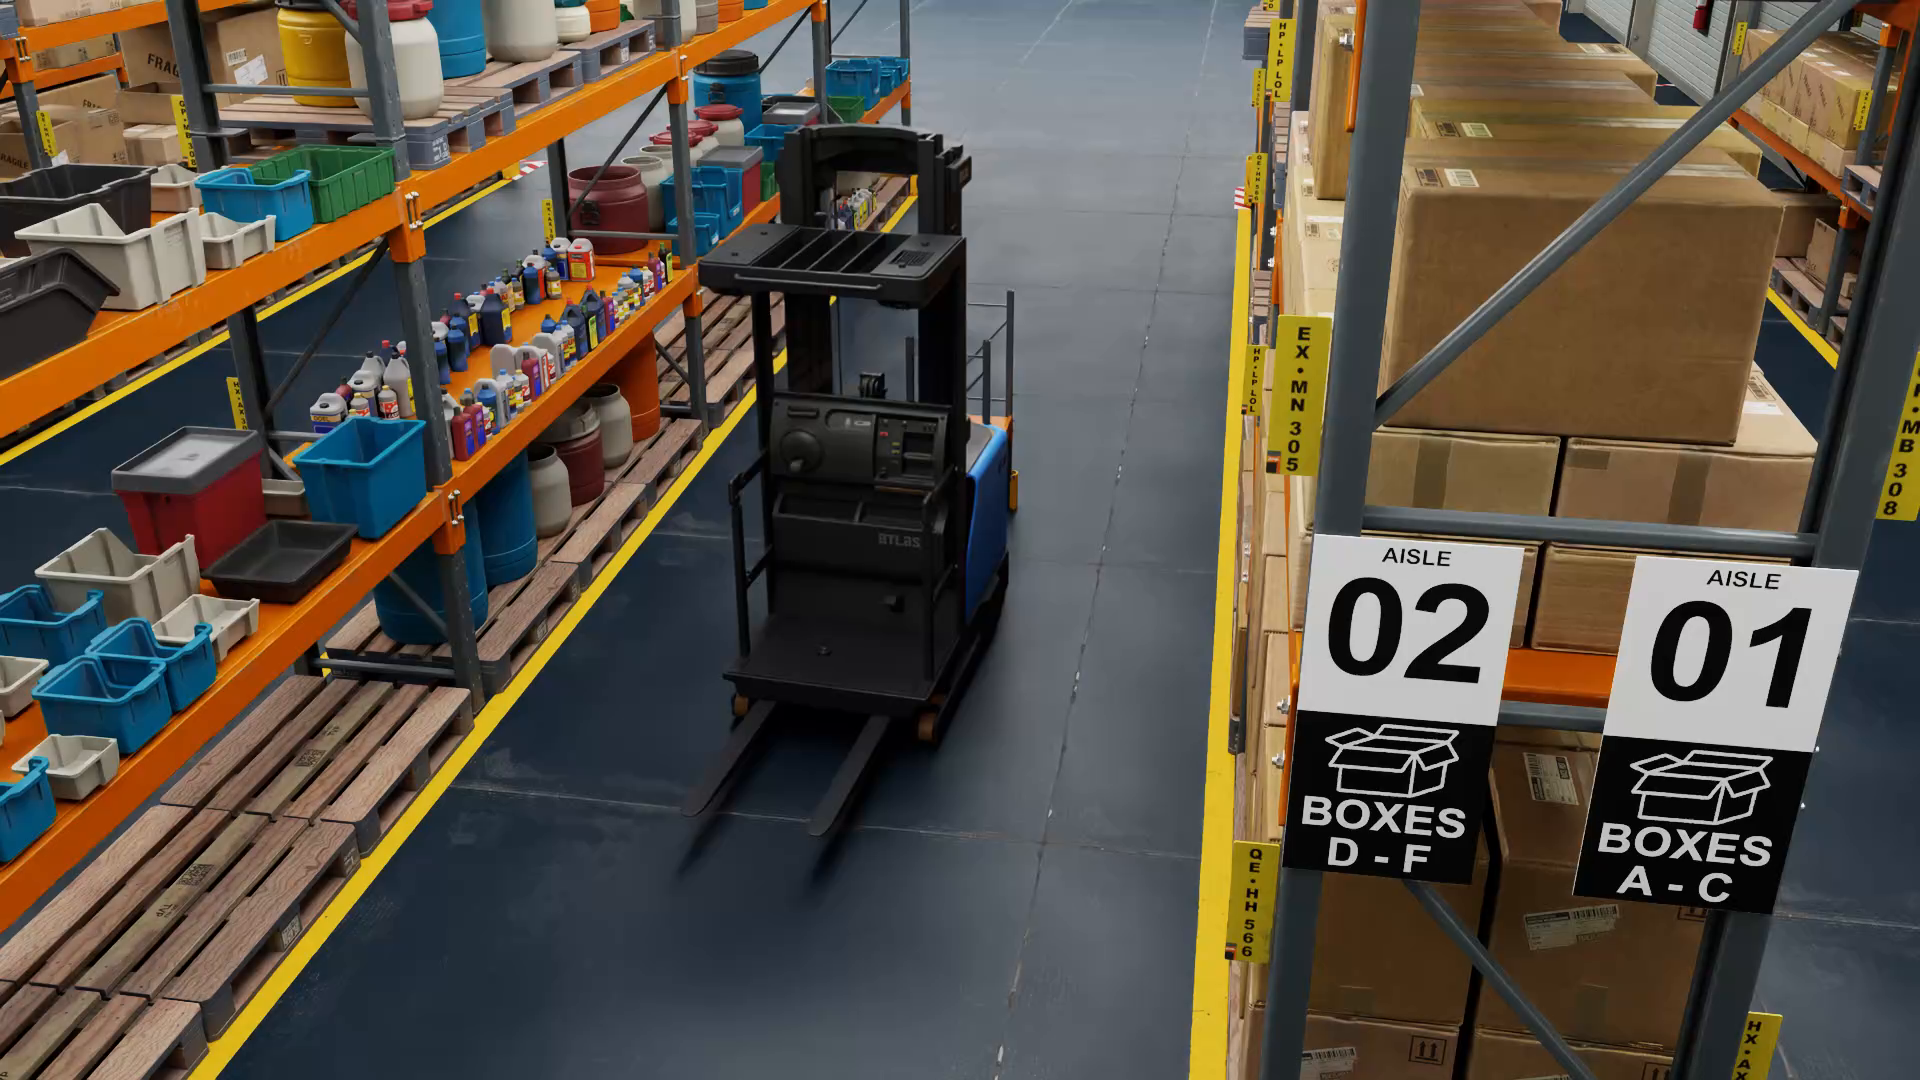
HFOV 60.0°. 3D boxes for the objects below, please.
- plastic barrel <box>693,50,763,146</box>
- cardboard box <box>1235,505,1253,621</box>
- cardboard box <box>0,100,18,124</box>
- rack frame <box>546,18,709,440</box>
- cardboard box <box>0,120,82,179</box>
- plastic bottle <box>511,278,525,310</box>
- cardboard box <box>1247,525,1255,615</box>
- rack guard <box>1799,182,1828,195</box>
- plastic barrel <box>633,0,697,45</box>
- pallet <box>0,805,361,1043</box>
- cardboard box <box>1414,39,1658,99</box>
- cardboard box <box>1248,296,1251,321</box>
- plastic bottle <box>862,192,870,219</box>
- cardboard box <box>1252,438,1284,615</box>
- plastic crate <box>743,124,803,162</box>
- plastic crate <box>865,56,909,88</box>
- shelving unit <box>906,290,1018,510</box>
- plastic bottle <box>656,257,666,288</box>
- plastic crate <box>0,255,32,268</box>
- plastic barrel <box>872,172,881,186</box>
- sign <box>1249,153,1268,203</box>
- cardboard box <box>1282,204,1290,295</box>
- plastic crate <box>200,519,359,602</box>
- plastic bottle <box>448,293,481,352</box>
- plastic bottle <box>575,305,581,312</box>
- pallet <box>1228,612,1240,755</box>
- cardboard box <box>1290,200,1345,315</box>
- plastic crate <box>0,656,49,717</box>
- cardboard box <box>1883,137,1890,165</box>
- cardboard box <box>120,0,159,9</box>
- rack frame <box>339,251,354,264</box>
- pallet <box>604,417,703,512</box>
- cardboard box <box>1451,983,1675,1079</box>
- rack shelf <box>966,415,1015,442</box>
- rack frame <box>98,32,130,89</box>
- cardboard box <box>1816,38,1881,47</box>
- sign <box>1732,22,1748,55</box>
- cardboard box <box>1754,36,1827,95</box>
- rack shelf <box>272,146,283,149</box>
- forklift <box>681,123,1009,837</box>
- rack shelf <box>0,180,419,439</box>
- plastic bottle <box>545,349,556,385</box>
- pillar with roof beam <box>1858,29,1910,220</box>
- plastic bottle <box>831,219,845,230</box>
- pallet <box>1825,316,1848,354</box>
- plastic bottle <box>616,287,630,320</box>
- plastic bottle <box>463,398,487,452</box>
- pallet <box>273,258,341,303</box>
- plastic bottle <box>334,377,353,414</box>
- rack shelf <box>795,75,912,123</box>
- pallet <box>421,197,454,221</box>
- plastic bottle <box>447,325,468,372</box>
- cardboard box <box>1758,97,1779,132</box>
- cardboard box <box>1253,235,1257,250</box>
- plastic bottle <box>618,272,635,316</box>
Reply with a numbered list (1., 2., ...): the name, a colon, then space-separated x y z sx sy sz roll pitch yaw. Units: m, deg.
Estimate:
1. plastic barrel: -2.088 -3.920 14.996 0.600 0.901 0.708 4 25 9
2. cardboard box: 1.822 0.147 9.326 0.500 0.500 0.500 4 25 9
3. cardboard box: -11.174 -4.426 18.679 0.875 0.875 0.875 4 25 9
4. rack frame: -2.380 -2.161 11.828 1.000 3.000 0.127 4 25 9
5. cardboard box: -7.218 -2.968 12.940 0.500 0.500 0.500 1 25 2
6. plastic bottle: -2.913 -1.617 10.900 0.097 0.201 0.097 0 25 0
7. cardboard box: 1.500 0.006 7.082 0.500 0.500 0.500 5 25 10
8. rack guard: 8.689 -3.657 17.972 1.175 0.500 0.348 4 25 9
9. plastic barrel: -2.027 -3.679 11.401 0.421 0.512 0.421 0 25 0
10. pallet: -3.313 1.597 7.089 1.003 0.211 1.213 4 25 9
11. cardboard box: 1.582 -1.165 4.866 0.700 0.500 0.500 4 25 9
12. cardboard box: 2.765 -2.069 14.380 0.500 0.250 0.500 5 25 10
13. plastic bottle: -1.031 -3.512 17.410 0.152 0.276 0.135 3 25 7
14. cardboard box: 1.329 -0.033 5.985 0.500 0.500 0.500 3 25 7
15. plastic crate: -1.600 -3.344 14.374 0.392 0.384 0.575 4 25 9
16. plastic crate: -0.859 -5.209 18.517 0.499 0.251 0.616 4 25 9
17. shelving unit: 0.012 -0.711 10.500 0.587 1.500 1.083 4 25 9
18. plastic bottle: -2.062 -1.825 11.346 0.097 0.201 0.097 0 25 0
19. plastic crate: -3.595 -0.936 5.983 0.437 0.136 0.530 4 25 9
20. plastic barrel: -1.105 -4.290 18.816 0.421 0.512 0.421 0 25 0
21. sign: 1.958 -2.378 10.926 0.100 0.325 0.005 4 25 9
22. cardboard box: 1.443 -1.039 6.070 0.500 0.250 0.500 4 25 9
23. plastic crate: -2.952 0.096 7.260 0.437 0.125 0.590 4 25 9
24. plastic bottle: -3.026 -1.334 10.119 0.144 0.351 0.185 4 25 9
25. plastic bottle: -2.324 -1.302 10.132 0.061 0.283 0.133 4 25 9
26. pallet: 1.948 0.777 8.841 1.003 0.211 1.213 4 25 9
27. cardboard box: 1.273 -0.847 5.071 0.500 0.250 0.500 4 25 9
28. plastic crate: -3.620 0.560 6.255 0.298 0.136 0.250 4 25 9
29. cardboard box: 7.931 -3.182 13.372 0.700 0.500 0.500 4 25 9
30. cardboard box: -6.780 -4.404 13.259 0.500 0.250 0.500 5 25 10
31. rack frame: -6.613 -4.177 16.136 1.000 3.000 0.127 4 25 9
32. pallet: -2.468 -0.565 11.709 1.003 0.211 1.213 4 25 9
33. cardboard box: 1.531 1.317 4.280 0.500 0.500 0.500 5 25 10
34. rack shelf: 0.014 -0.552 10.585 0.538 0.185 1.000 4 25 9
35. rack frame: -10.836 -6.236 20.534 1.000 3.000 0.127 4 25 9
36. cardboard box: 8.742 -4.680 16.478 0.500 0.500 0.500 4 25 9
37. sign: 8.166 -5.250 17.407 0.100 0.325 0.005 4 25 9
38. cardboard box: 8.236 -4.716 16.556 0.500 0.500 0.500 4 25 9
39. rack shelf: -6.940 -3.015 14.501 1.077 0.370 4.000 4 25 9
40. forklift: -0.570 -0.464 8.283 1.130 2.935 3.031 6 26 13
41. rack shelf: -3.361 -0.684 5.984 1.077 0.370 4.000 4 25 9
42. plastic bottle: -2.385 -0.999 9.581 0.097 0.201 0.097 0 25 0
43. pillar with roof beam: 5.193 -7.483 16.122 9.100 9.000 0.400 4 25 9
44. plastic bottle: -1.216 -3.040 16.399 0.152 0.276 0.135 5 26 10
45. pallet: 7.922 -1.559 13.831 1.003 0.211 1.213 4 25 9
46. plastic bottle: -2.179 -1.525 10.704 0.097 0.201 0.097 0 25 0
47. plastic bottle: -2.531 -0.615 8.663 0.061 0.283 0.133 4 25 9
48. pallet: -6.739 -2.588 16.031 1.003 0.211 1.213 4 25 9
49. plastic bottle: -3.296 -0.722 8.893 0.061 0.283 0.133 4 25 9
50. rack shelf: -1.400 -4.345 17.342 1.077 0.370 4.000 4 25 9
51. pallet: -6.341 -3.709 18.425 1.003 0.211 1.213 4 25 9
52. plastic bottle: -2.960 -1.133 9.784 0.097 0.271 0.097 0 25 0
53. cardboard box: 8.148 -4.149 16.228 0.500 0.250 0.500 4 25 8
54. cardboard box: 2.846 -2.532 14.709 0.500 0.311 0.500 4 25 9
55. plastic bottle: -2.164 -1.598 10.777 0.097 0.271 0.097 0 25 0
